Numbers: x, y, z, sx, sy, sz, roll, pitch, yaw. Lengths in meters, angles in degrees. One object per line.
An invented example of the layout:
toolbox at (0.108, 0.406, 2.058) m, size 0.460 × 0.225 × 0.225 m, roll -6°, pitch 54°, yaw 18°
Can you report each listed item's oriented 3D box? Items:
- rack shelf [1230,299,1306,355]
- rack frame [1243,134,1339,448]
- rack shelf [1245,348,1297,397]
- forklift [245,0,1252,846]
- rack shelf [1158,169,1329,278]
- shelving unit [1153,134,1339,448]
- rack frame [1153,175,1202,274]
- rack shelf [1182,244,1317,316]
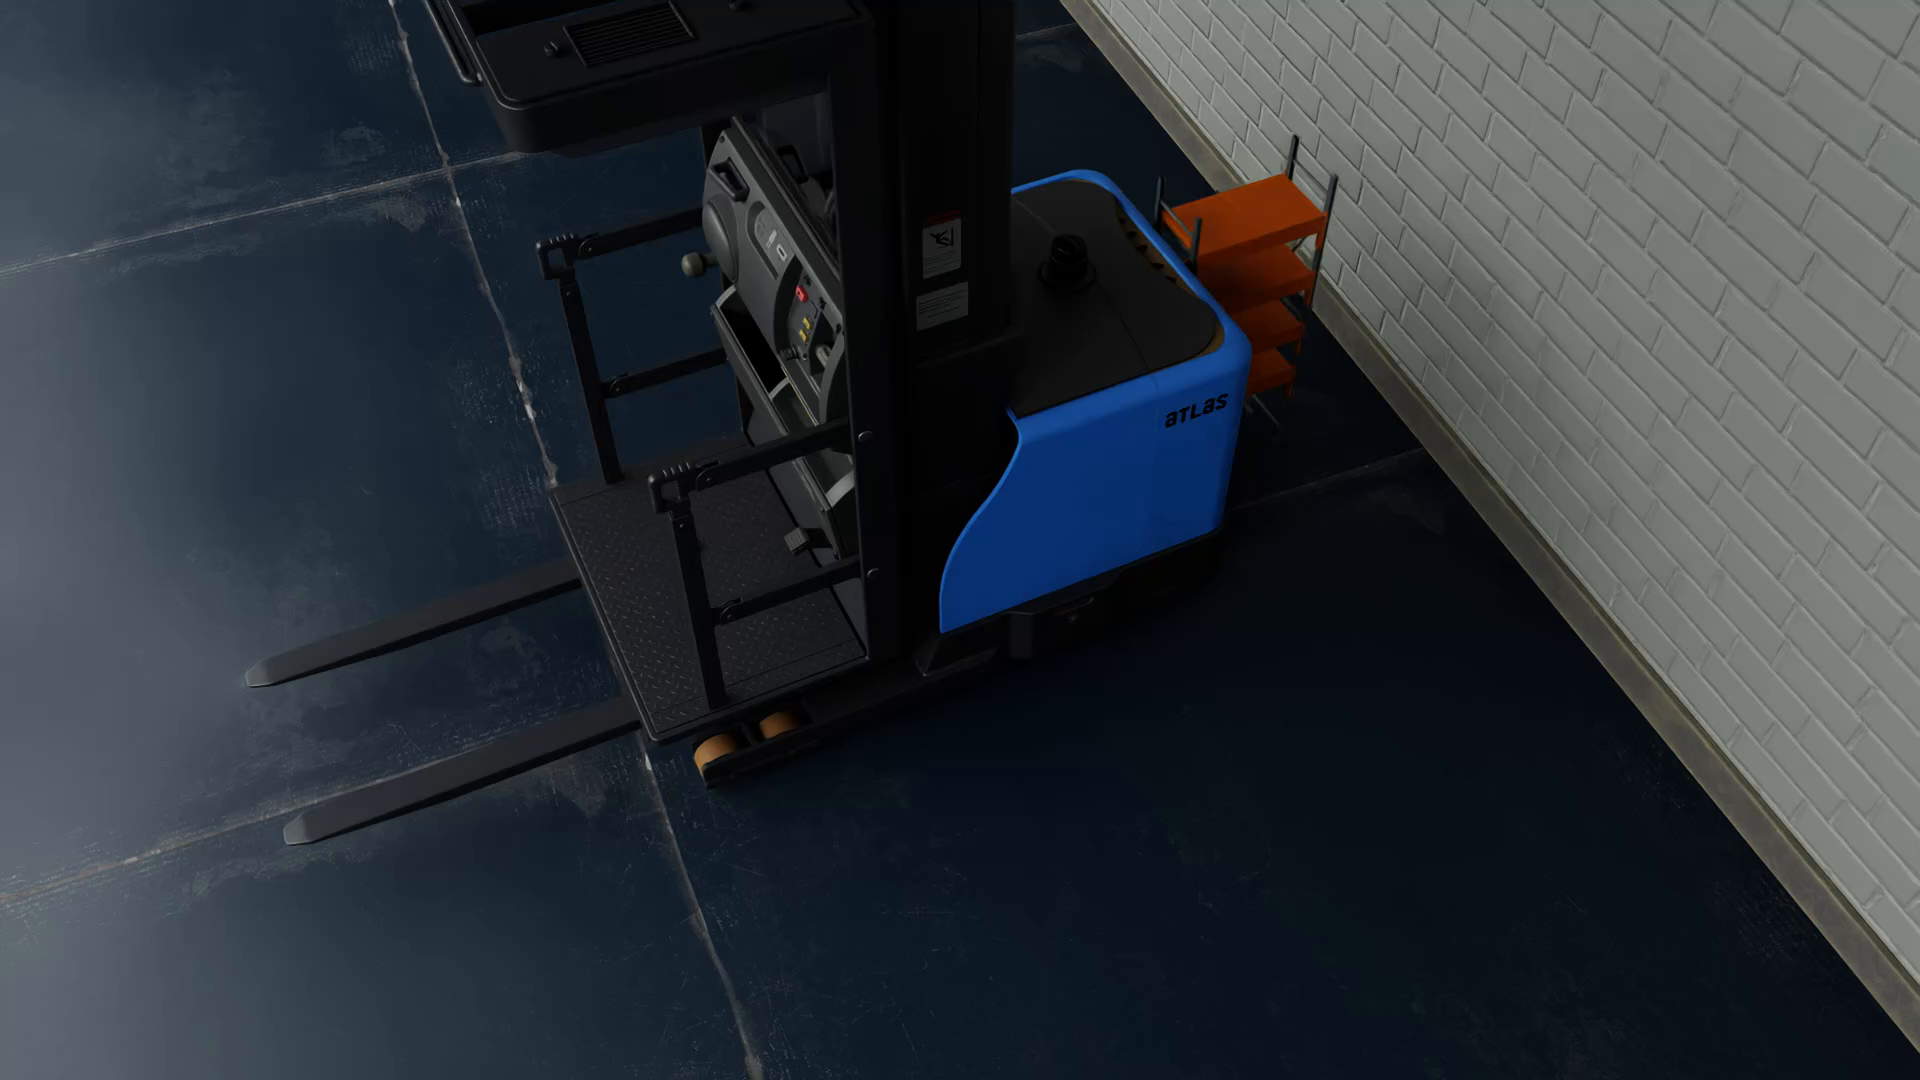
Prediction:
rack shelf at (0.891, -0.688, 5.638) m, size 0.480 × 0.148 × 0.258 m, roll -20°, pitch 52°, yaw -16°
rack frame at (1.111, -0.811, 5.656) m, size 0.015 × 1.200 × 0.240 m, roll -20°, pitch 52°, yaw -16°
rack shelf at (0.891, -0.558, 5.789) m, size 0.480 × 0.148 × 0.258 m, roll -20°, pitch 52°, yaw -16°
forklift at (-0.686, -0.667, 4.391) m, size 3.031 × 2.935 × 1.130 m, roll -20°, pitch 52°, yaw -16°
rack shelf at (0.891, -0.988, 5.289) m, size 0.480 × 0.148 × 0.258 m, roll -20°, pitch 52°, yaw -16°
shelving unit at (0.891, -0.732, 5.587) m, size 0.503 × 1.200 × 0.258 m, roll -20°, pitch 52°, yaw -16°
rack frame at (0.671, -0.652, 5.519) m, size 0.015 × 1.200 × 0.240 m, roll -20°, pitch 52°, yaw -16°
rack shelf at (0.891, -0.833, 5.469) m, size 0.480 × 0.148 × 0.258 m, roll -20°, pitch 52°, yaw -16°
